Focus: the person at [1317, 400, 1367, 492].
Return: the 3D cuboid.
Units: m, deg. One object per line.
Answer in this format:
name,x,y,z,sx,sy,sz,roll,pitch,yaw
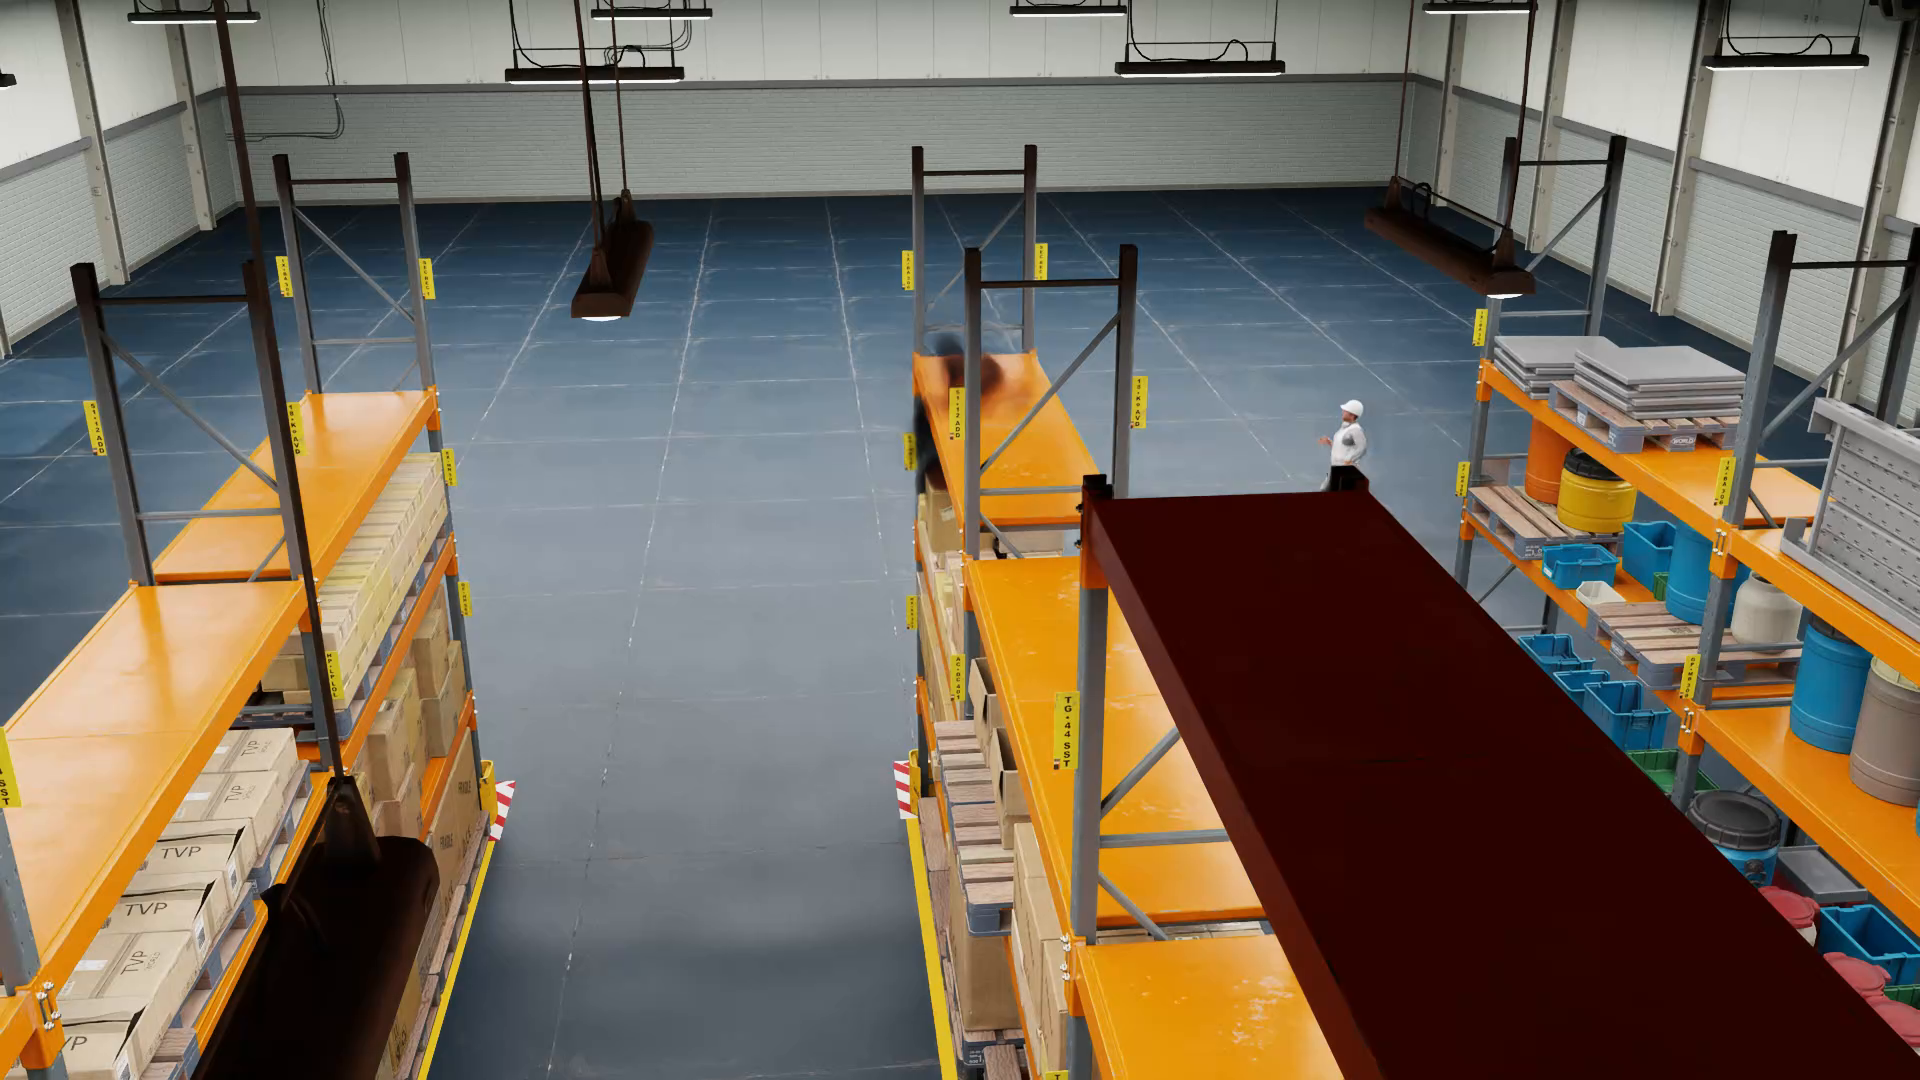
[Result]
person,4.969,-0.963,21.705,0.658,1.779,0.641,4,22,11
